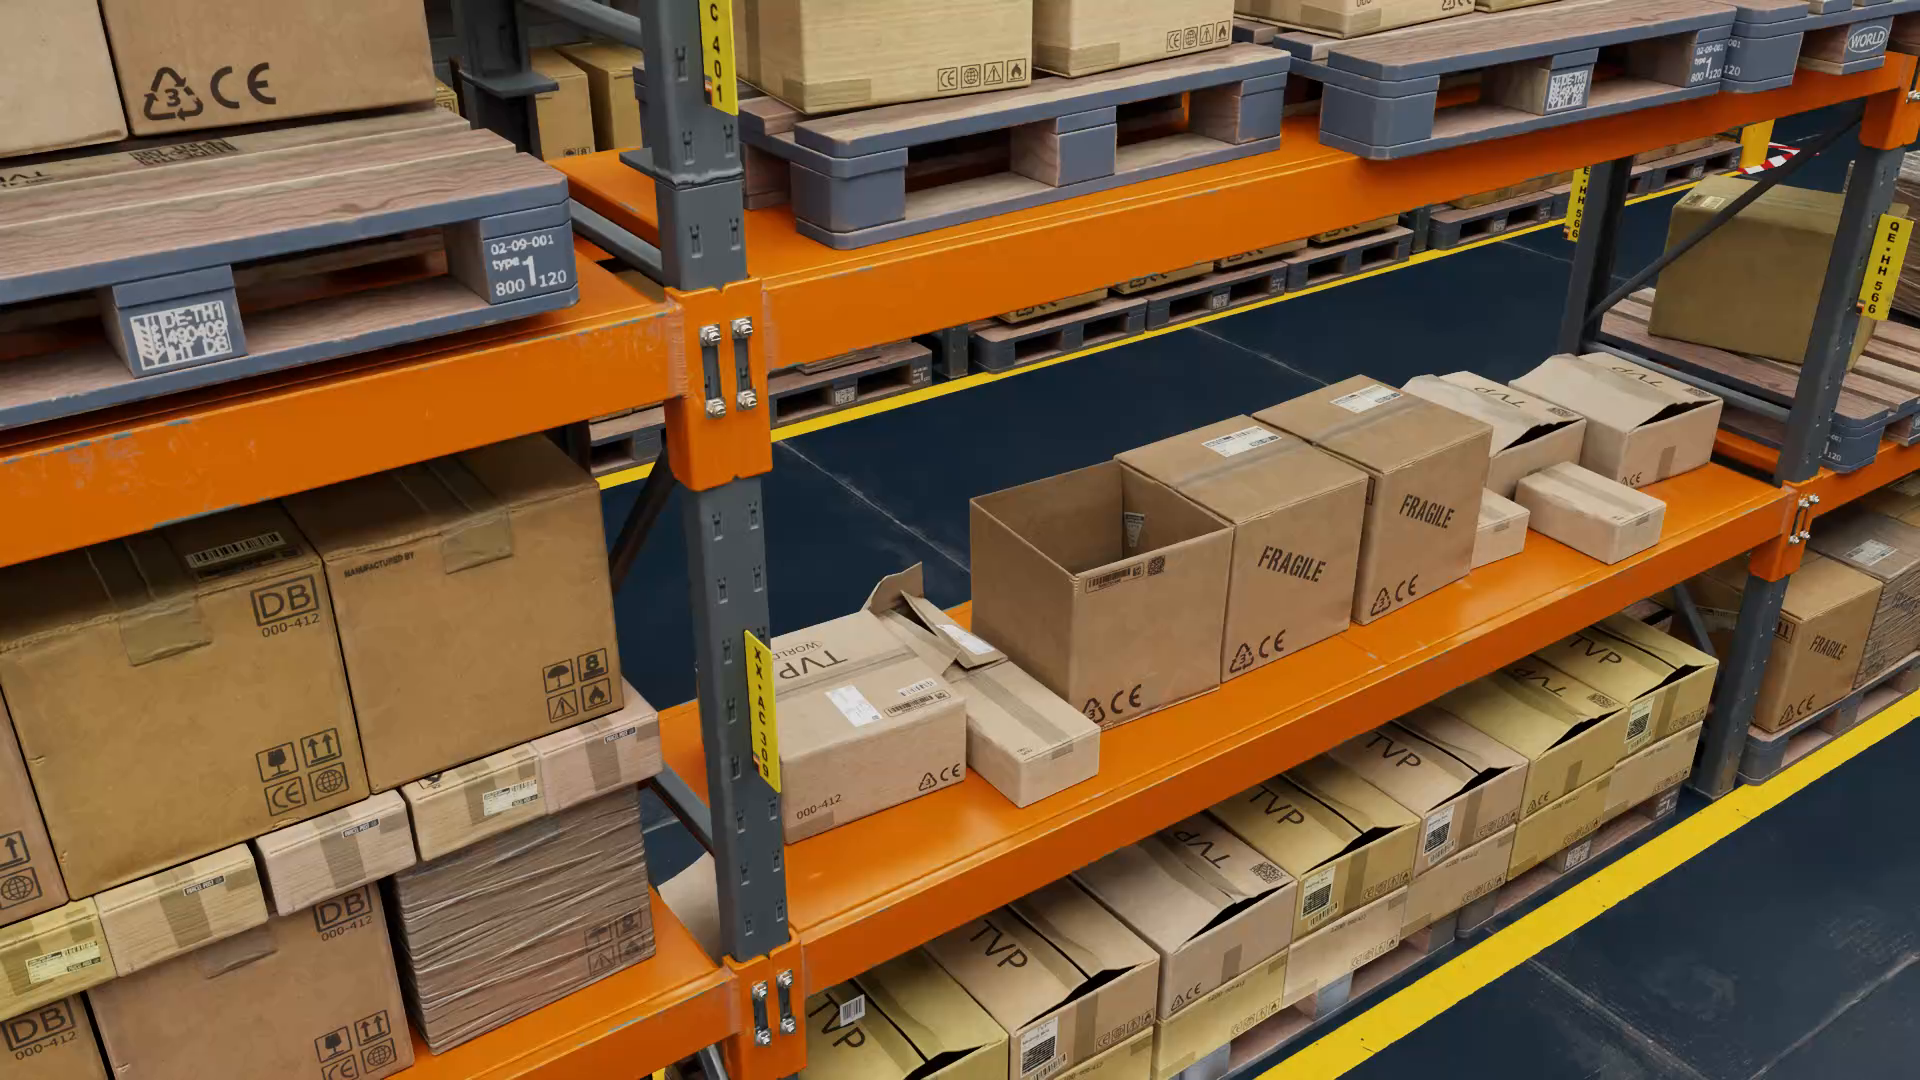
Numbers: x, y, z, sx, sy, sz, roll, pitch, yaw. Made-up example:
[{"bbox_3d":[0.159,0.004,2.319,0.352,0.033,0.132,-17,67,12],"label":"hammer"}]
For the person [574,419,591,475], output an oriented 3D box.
[{"bbox_3d":[-1.653,-0.067,6.282,0.564,1.773,0.378,-18,33,-30],"label":"person"}]
